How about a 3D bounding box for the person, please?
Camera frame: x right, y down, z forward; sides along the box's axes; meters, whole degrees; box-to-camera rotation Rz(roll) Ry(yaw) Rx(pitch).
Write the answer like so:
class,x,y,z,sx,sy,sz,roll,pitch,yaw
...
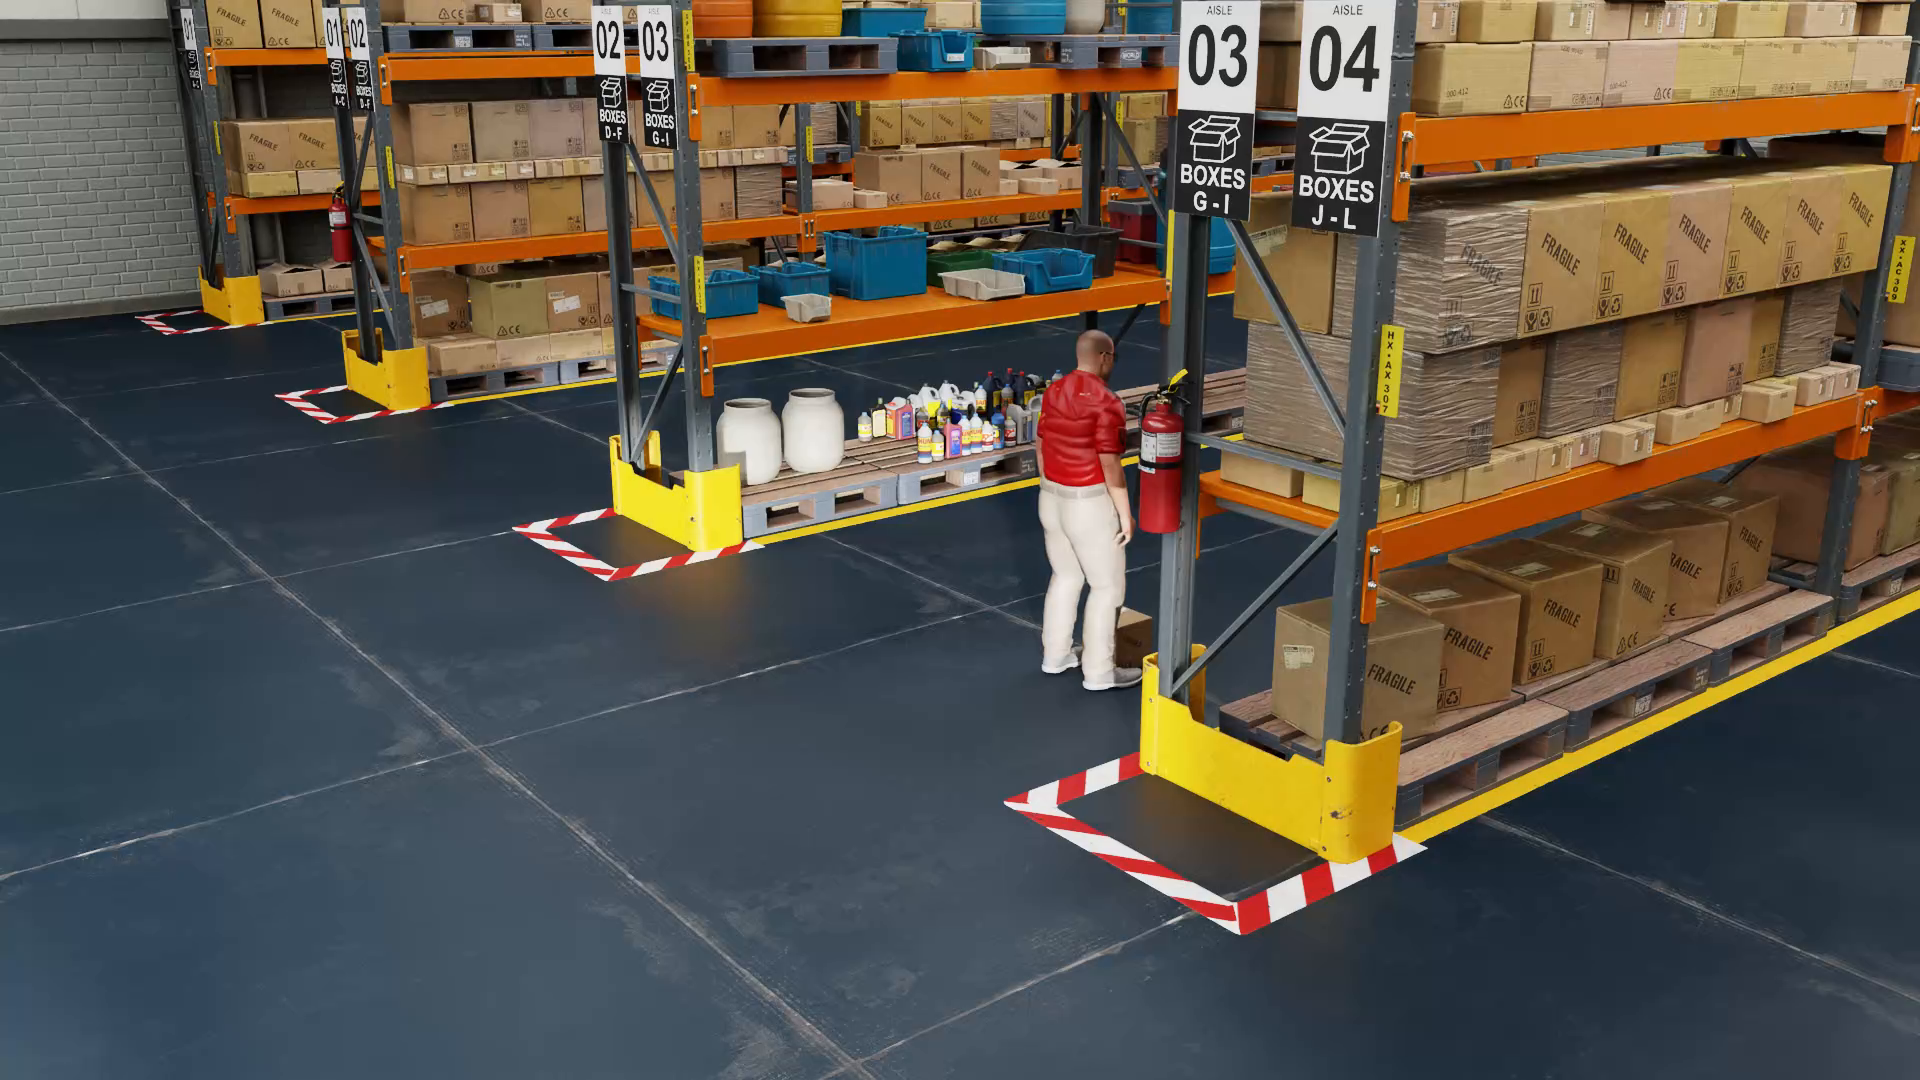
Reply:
class,x,y,z,sx,sy,sz,roll,pitch,yaw
person,0.606,-0.154,8.057,0.393,1.727,0.586,-13,22,-36
